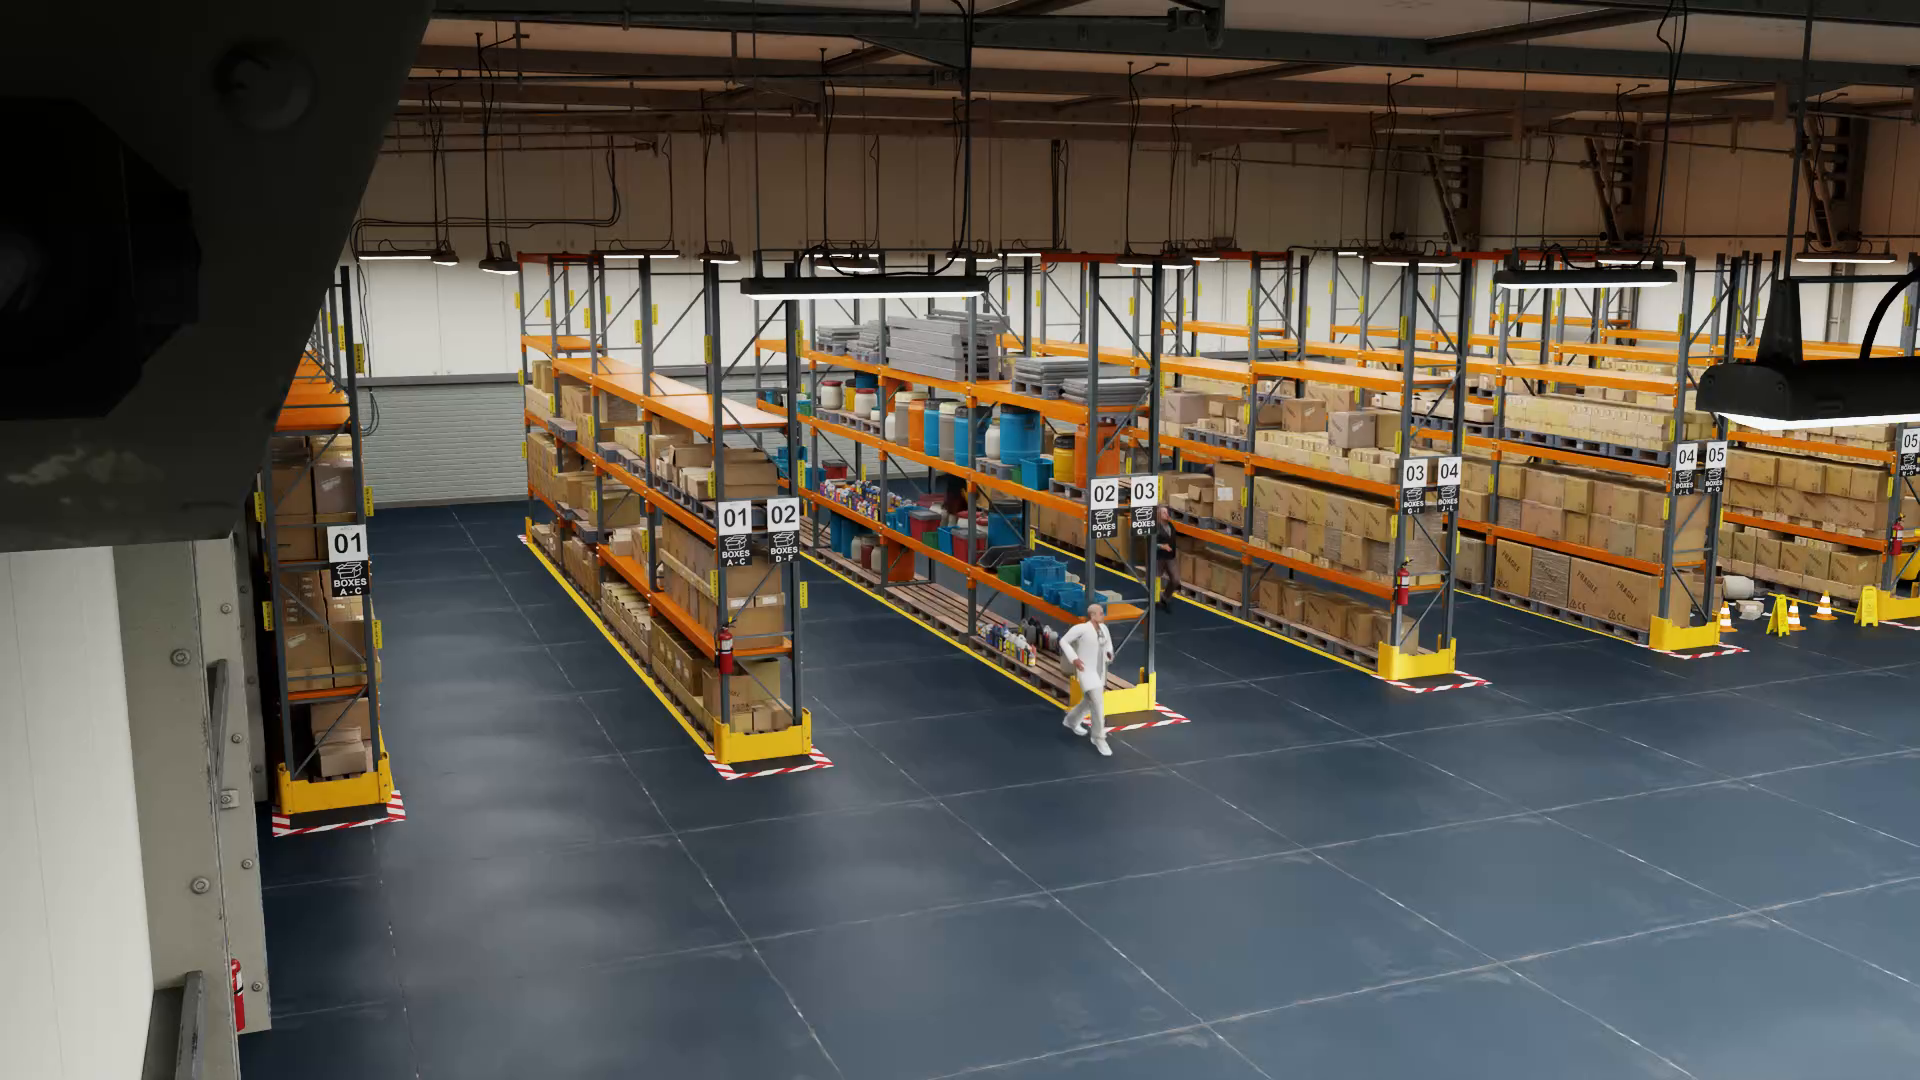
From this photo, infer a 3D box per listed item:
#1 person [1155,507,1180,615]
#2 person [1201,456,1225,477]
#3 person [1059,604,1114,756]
[{"bbox_3d":[3.319,0.346,26.942,0.633,1.781,0.691,-6,12,-28],"label":"person"},{"bbox_3d":[5.529,-0.954,35.418,0.665,1.857,0.847,-4,11,-19],"label":"person"},{"bbox_3d":[1.671,1.694,20.867,1.000,1.807,0.706,10,14,42],"label":"person"}]
